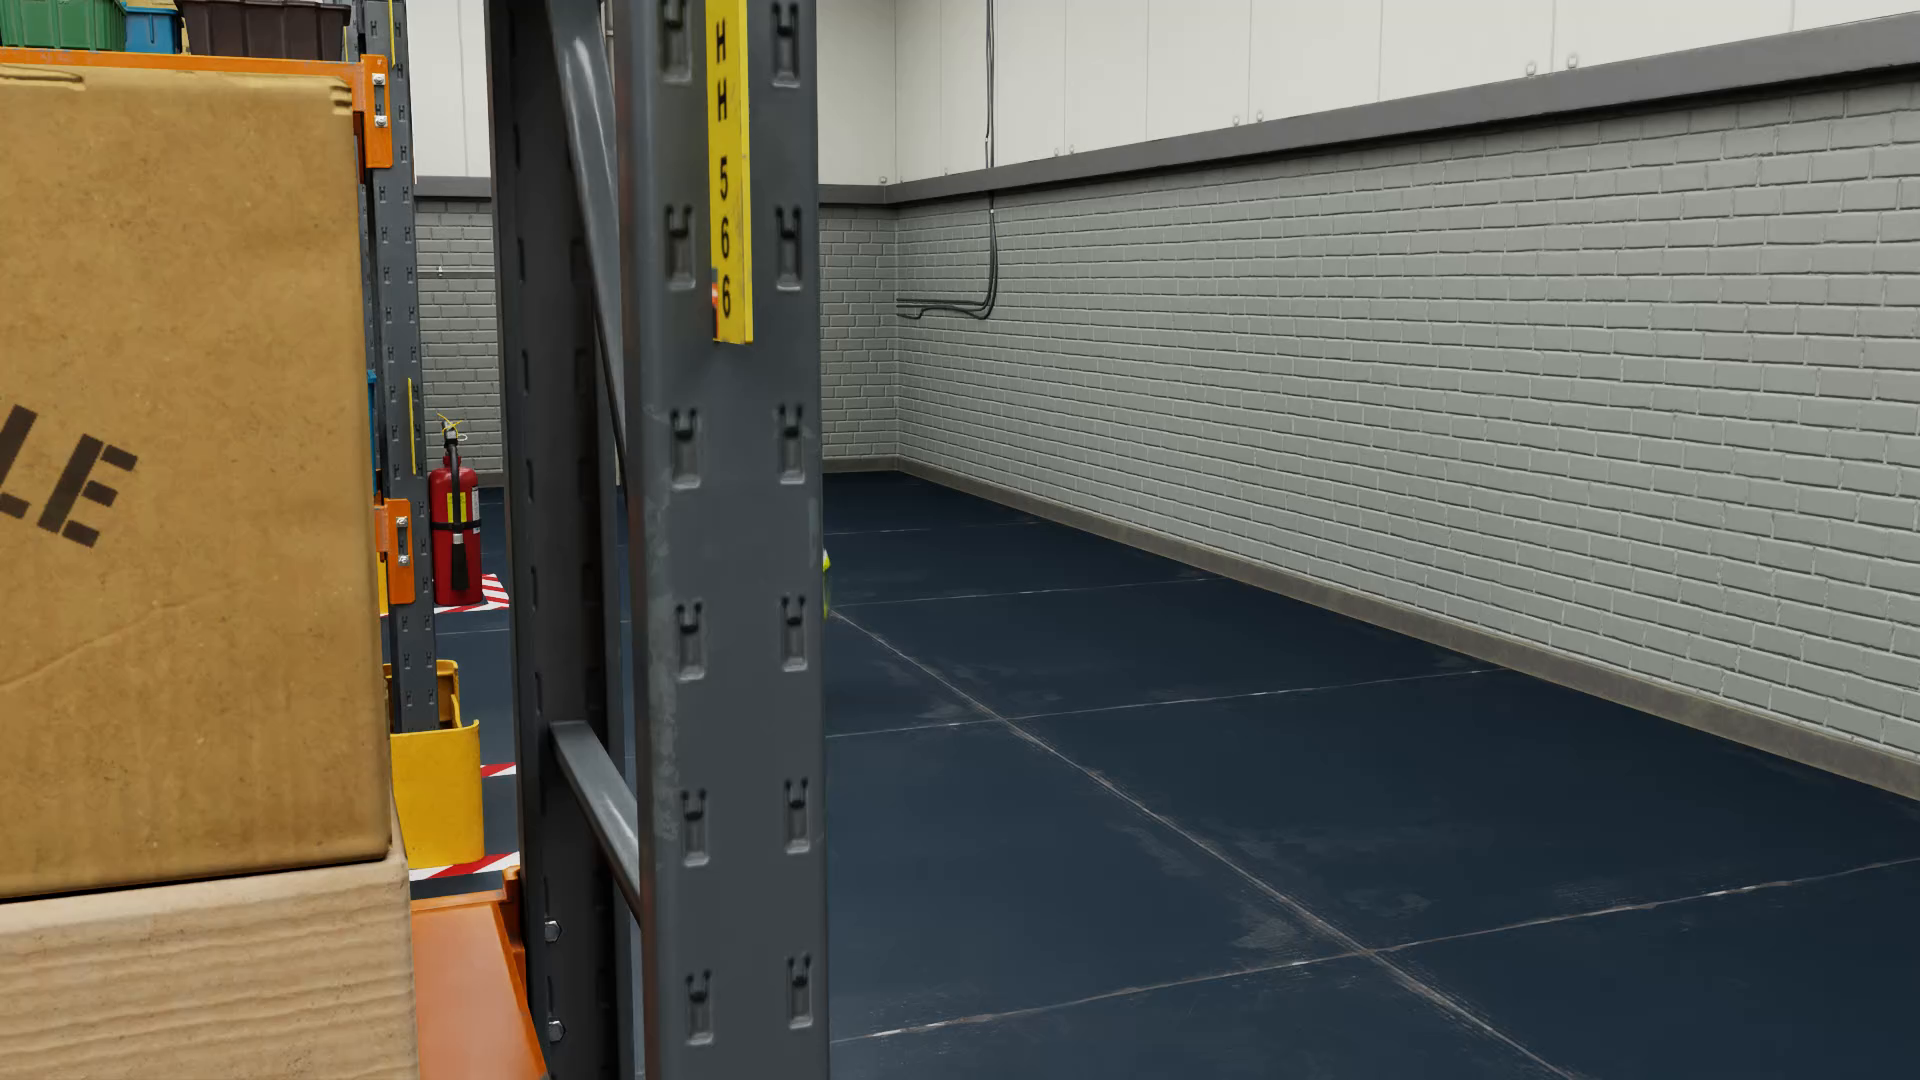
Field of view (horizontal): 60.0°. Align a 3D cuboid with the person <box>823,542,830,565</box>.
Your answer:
[{"bbox_3d":[-1.127,0.302,8.257,0.962,1.025,0.517,-4,10,-23],"label":"person"}]
